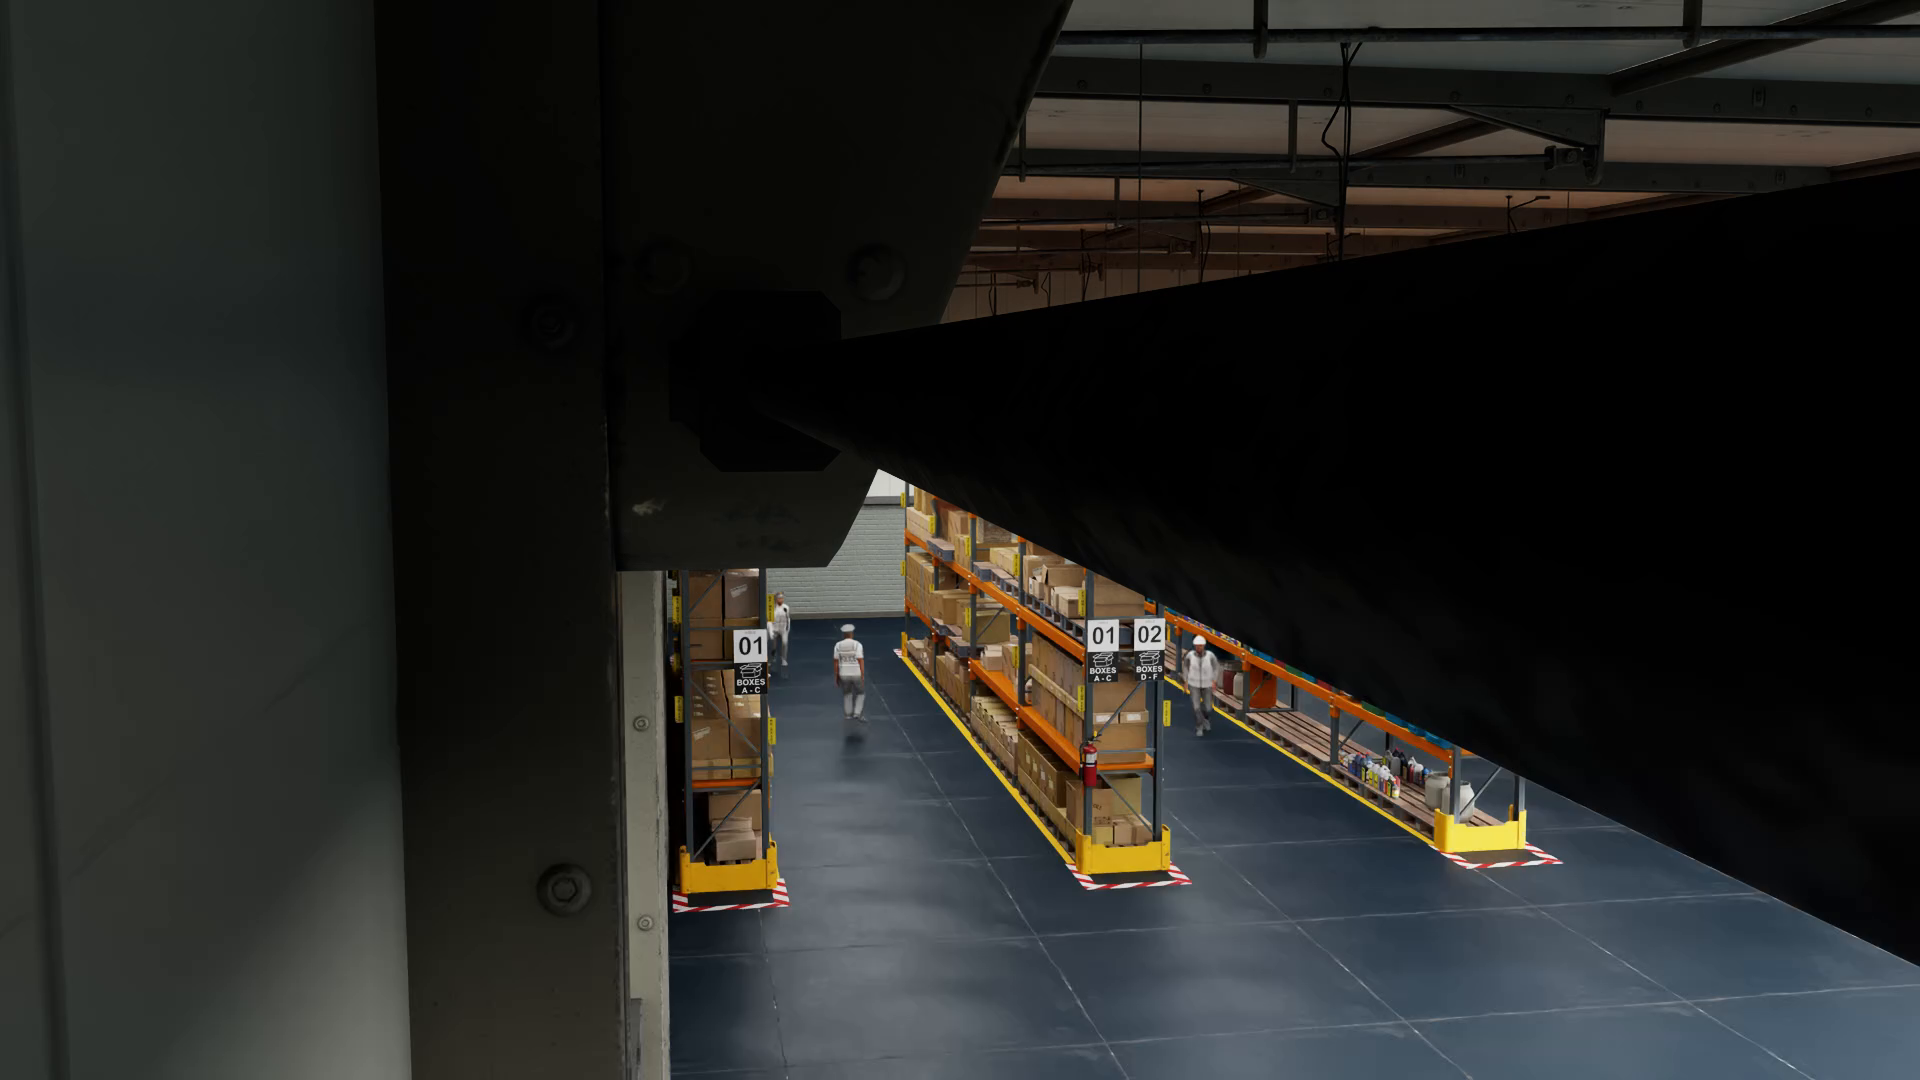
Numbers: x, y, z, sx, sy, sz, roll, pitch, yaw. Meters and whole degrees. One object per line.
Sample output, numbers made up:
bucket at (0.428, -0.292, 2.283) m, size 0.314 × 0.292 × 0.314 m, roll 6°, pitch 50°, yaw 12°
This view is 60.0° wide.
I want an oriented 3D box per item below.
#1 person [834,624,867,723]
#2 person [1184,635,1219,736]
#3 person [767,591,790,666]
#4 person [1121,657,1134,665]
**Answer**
person at (-1.890, 2.316, 28.699) m, size 0.588 × 1.712 × 0.498 m, roll 0°, pitch 6°, yaw 3°
person at (4.167, 2.490, 28.721) m, size 0.602 × 1.755 × 0.652 m, roll 1°, pitch 6°, yaw 8°
person at (-3.709, 1.799, 34.016) m, size 0.479 × 1.541 × 1.049 m, roll -1°, pitch 6°, yaw -11°
person at (3.320, 2.089, 32.361) m, size 0.585 × 1.720 × 0.925 m, roll 0°, pitch 6°, yaw 2°
